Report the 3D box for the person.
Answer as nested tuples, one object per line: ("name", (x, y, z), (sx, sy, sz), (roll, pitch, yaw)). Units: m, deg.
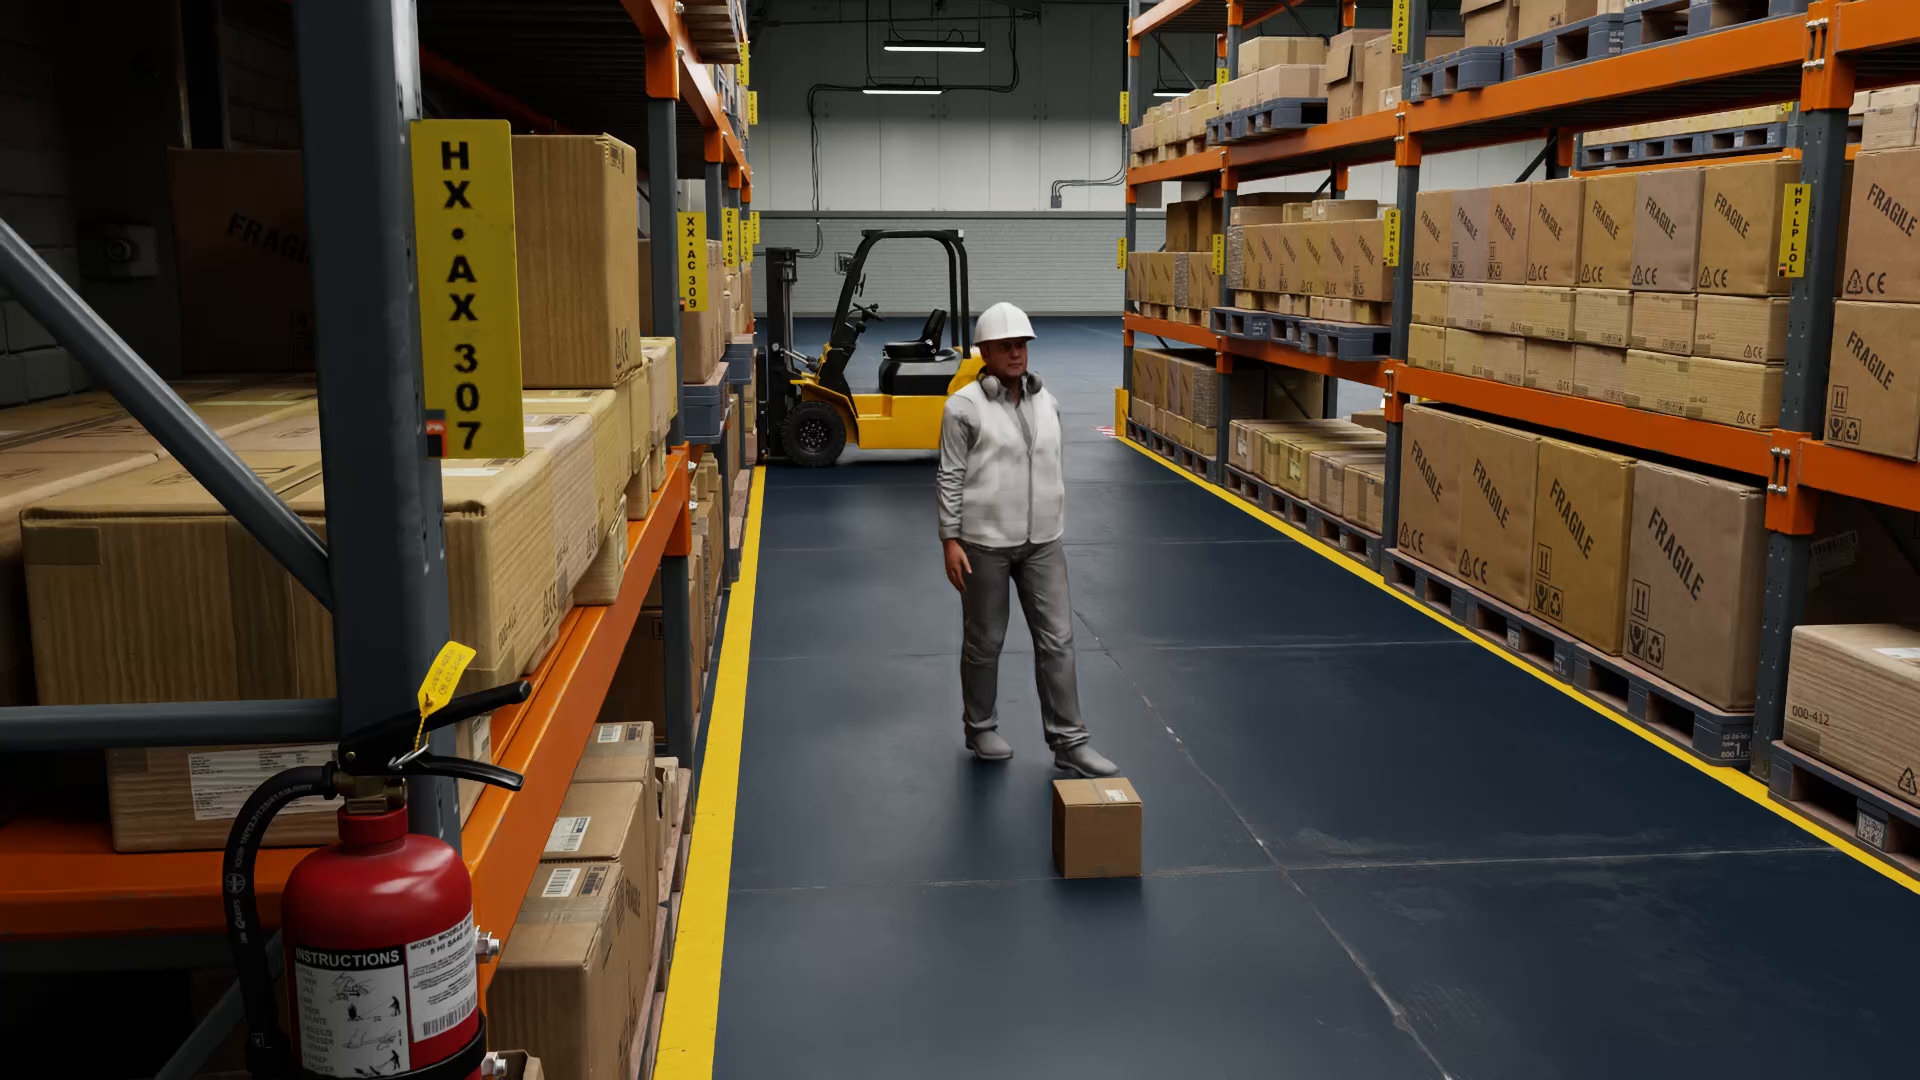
("person", (0.207, 0.001, 6.234), (0.571, 1.759, 0.708), (-5, 11, -26))
